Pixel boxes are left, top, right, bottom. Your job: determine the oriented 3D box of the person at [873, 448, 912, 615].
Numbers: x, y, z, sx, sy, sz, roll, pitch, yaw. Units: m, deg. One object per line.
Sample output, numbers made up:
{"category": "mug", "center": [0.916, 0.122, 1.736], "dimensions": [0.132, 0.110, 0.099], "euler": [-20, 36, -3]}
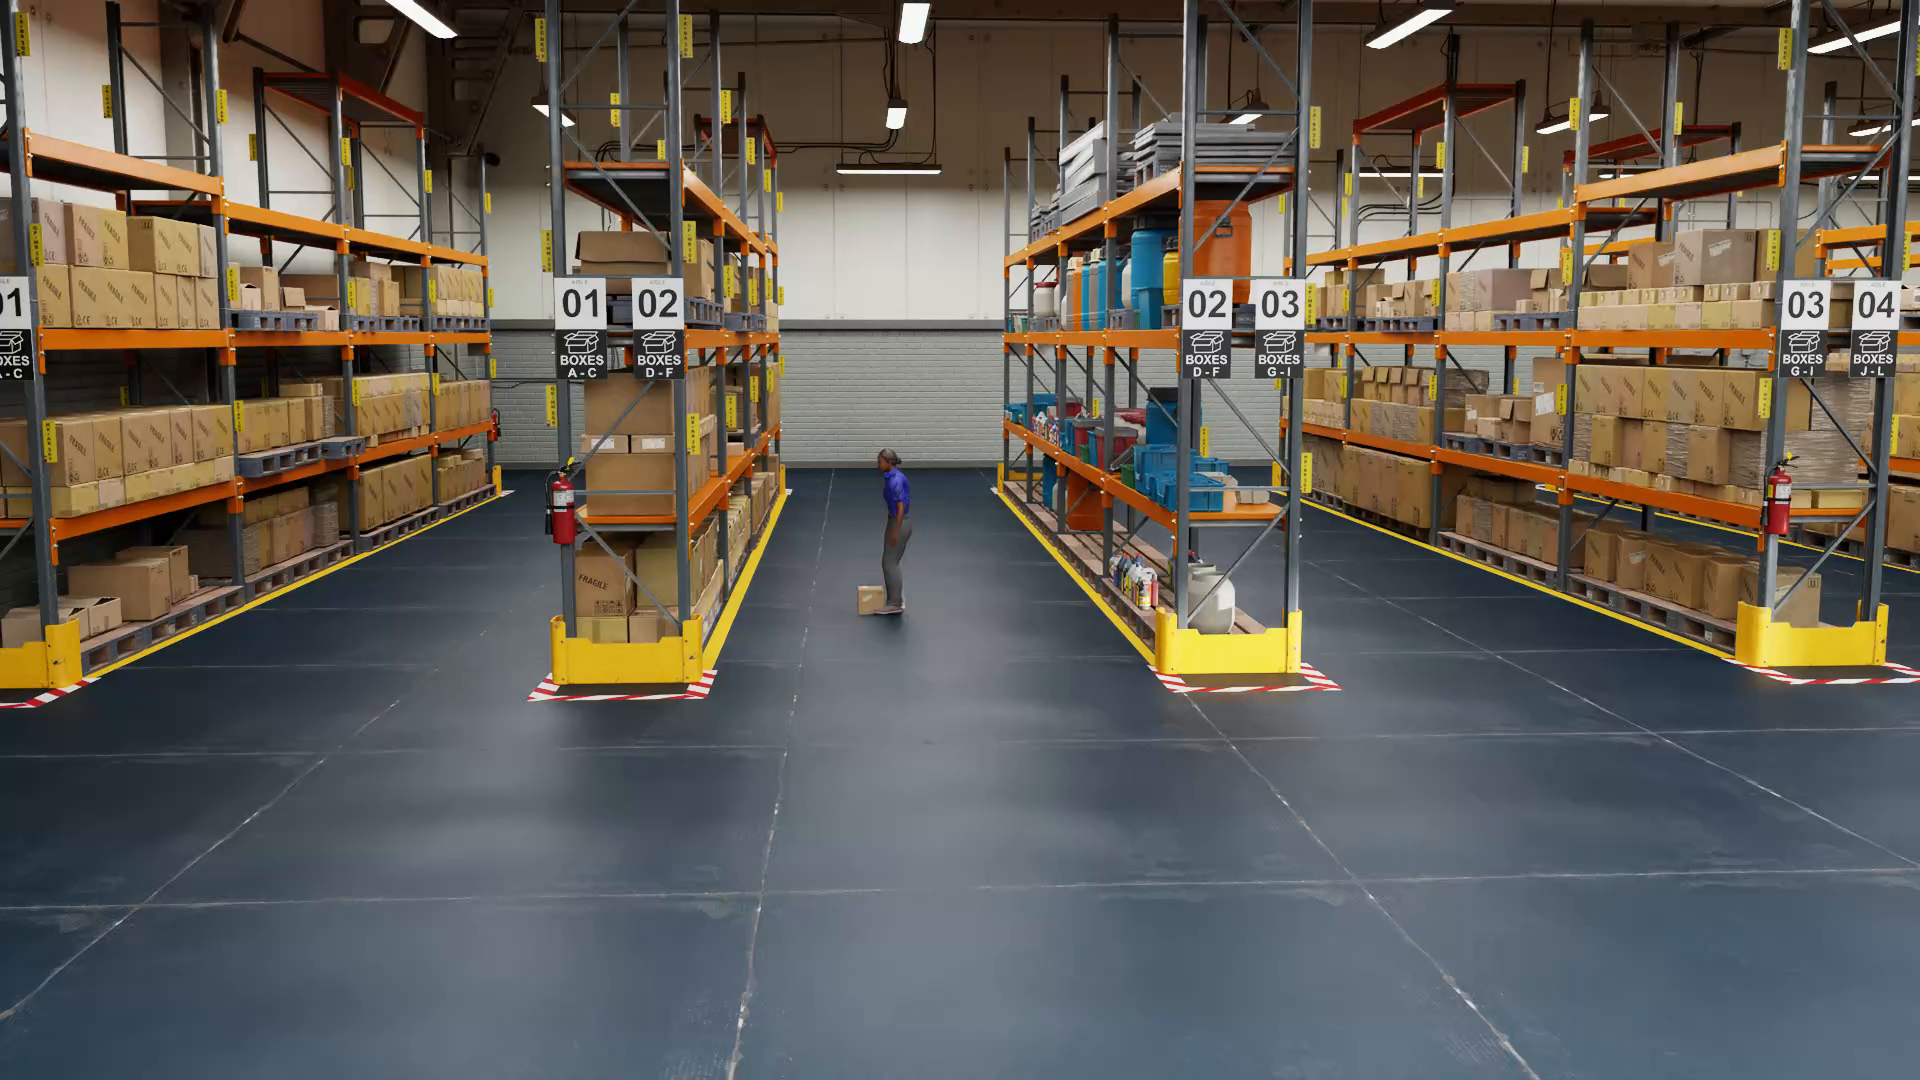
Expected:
{"category": "person", "center": [-0.685, -0.098, 16.576], "dimensions": [0.402, 1.653, 0.523], "euler": [-1, 7, -7]}
